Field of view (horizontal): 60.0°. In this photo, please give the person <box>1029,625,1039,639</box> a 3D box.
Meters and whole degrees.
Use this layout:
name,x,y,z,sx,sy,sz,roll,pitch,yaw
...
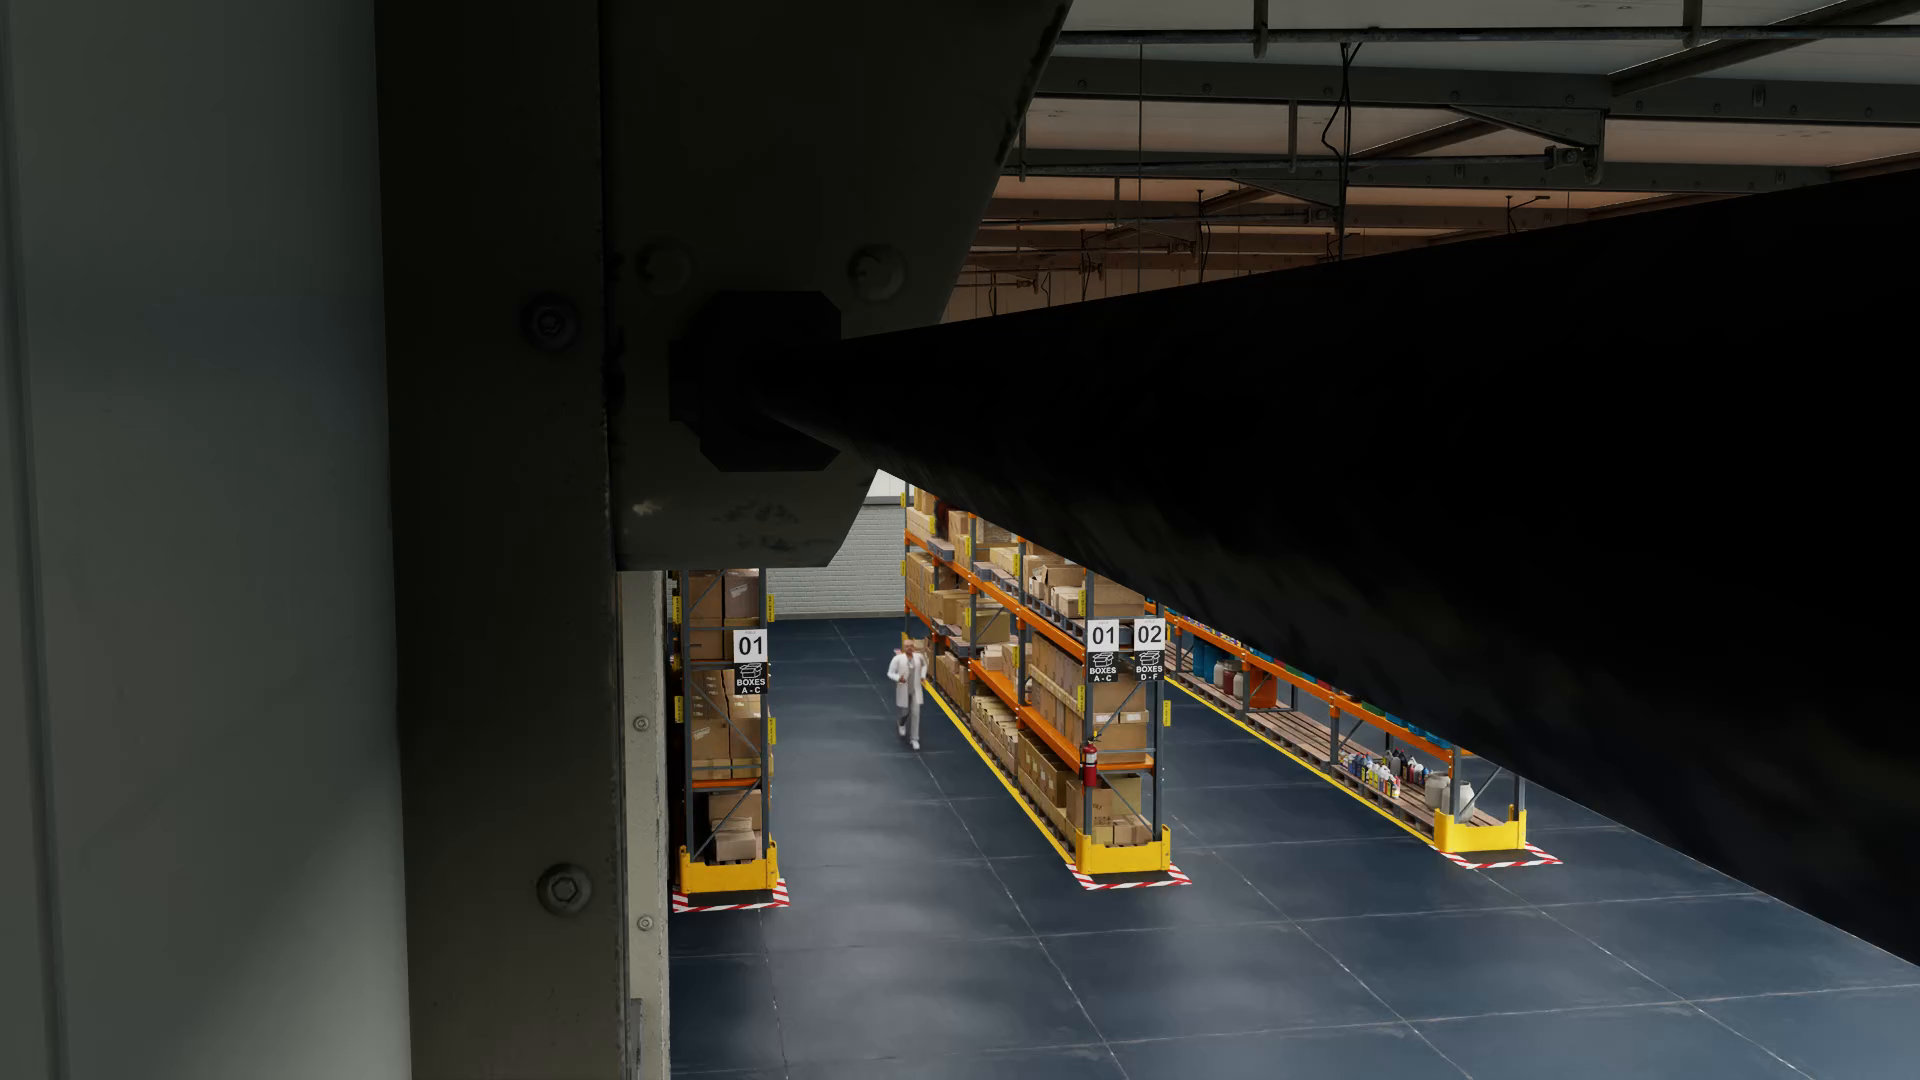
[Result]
name,x,y,z,sx,sy,sz,roll,pitch,yaw
person,1.621,1.897,34.830,0.551,1.715,0.763,-2,6,-19

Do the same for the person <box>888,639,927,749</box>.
name,x,y,z,sx,sy,sz,roll,pitch,yaw
person,-0.857,2.546,27.895,0.712,1.776,1.037,-1,6,-14
